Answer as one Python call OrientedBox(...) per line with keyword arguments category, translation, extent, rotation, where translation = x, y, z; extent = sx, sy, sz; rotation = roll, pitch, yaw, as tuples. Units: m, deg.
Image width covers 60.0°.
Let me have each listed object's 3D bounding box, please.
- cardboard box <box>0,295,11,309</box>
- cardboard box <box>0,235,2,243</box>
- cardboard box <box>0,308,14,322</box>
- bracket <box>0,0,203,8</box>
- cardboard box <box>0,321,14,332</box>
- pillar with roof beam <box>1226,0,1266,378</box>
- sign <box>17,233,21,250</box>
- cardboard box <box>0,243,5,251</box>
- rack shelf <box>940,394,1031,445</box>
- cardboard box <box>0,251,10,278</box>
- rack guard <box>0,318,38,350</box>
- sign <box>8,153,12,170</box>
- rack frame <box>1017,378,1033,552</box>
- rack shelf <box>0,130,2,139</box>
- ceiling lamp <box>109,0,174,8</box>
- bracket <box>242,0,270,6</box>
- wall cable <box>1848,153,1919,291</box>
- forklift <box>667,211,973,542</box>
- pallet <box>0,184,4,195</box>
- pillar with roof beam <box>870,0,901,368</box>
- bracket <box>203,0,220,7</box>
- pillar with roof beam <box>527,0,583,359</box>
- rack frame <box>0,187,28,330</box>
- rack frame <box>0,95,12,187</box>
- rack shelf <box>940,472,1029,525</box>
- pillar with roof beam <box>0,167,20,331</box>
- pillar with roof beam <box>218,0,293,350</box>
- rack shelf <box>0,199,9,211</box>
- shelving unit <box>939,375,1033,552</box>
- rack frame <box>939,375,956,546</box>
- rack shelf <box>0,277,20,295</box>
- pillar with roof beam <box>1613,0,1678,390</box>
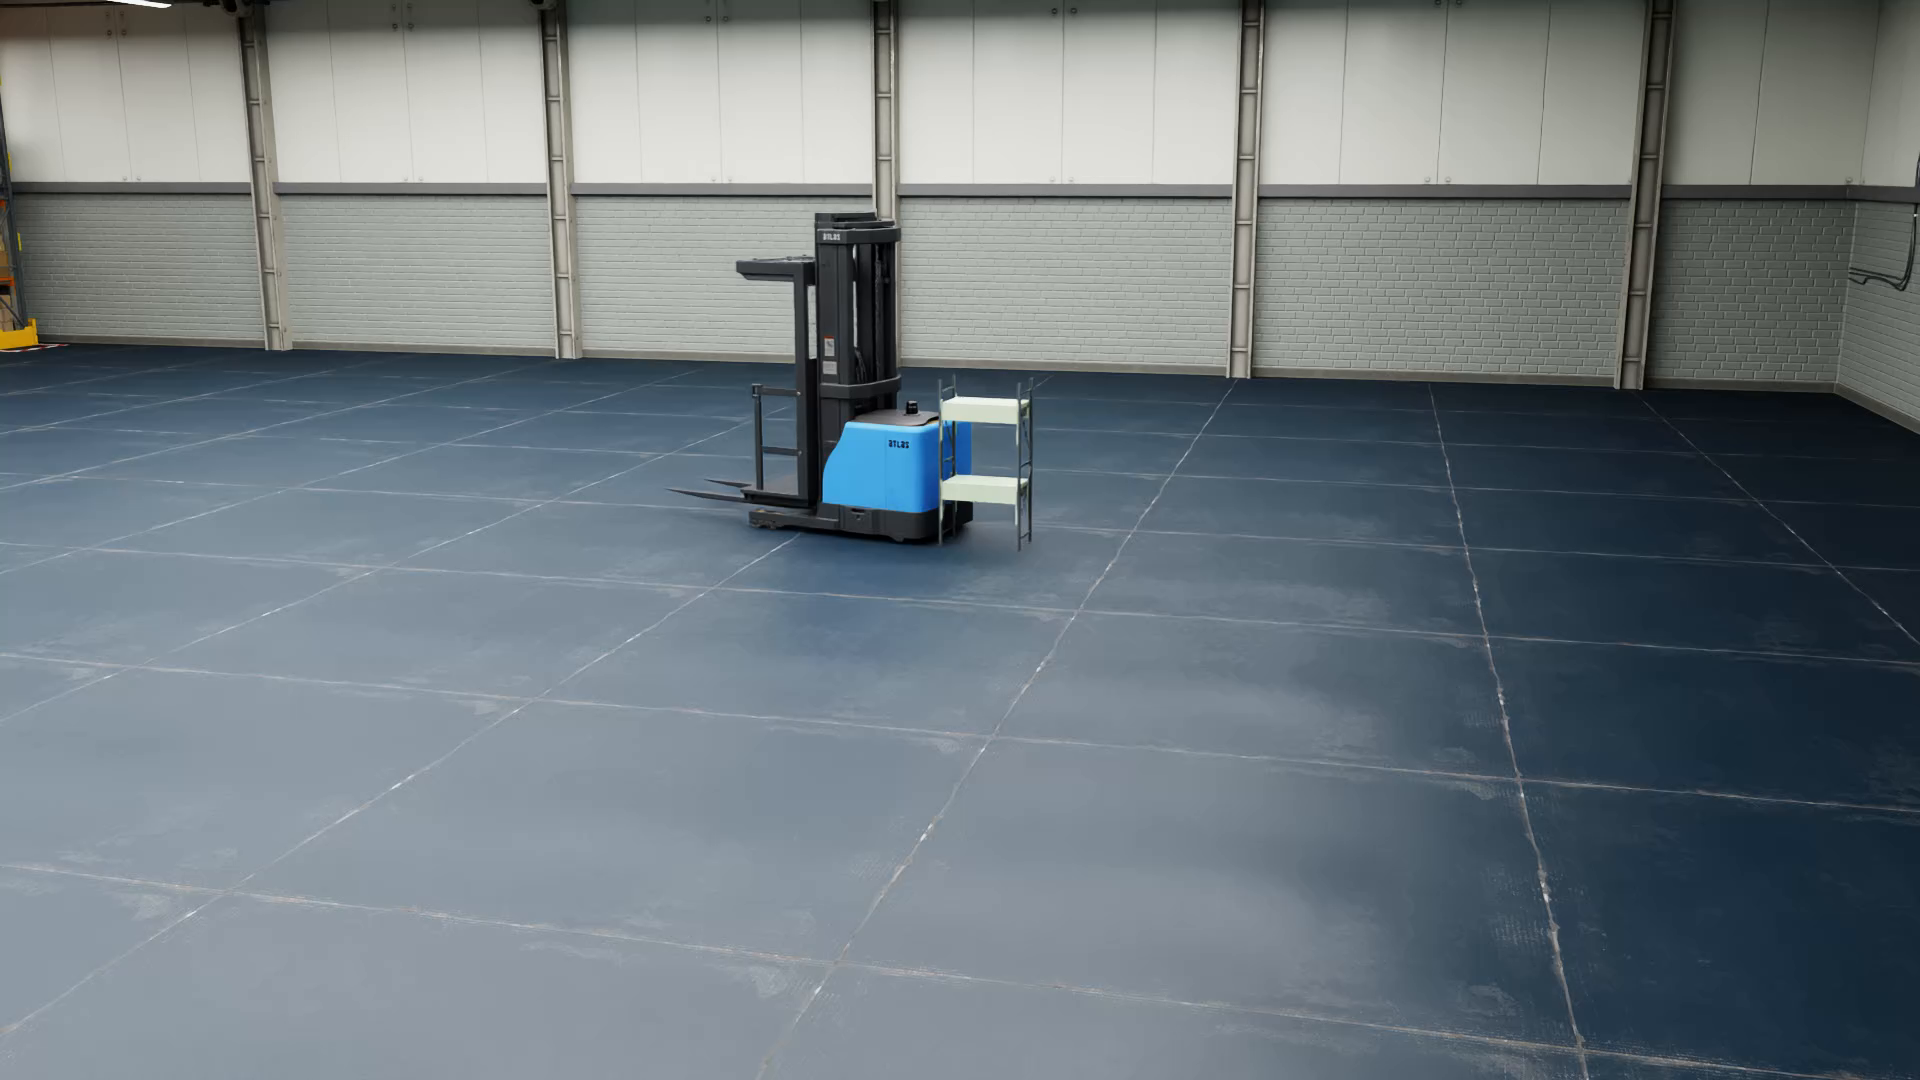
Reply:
OrientedBox(category="cardboard box", translation=(-18.682, -4.578, 32.011), extent=(0.500, 0.250, 0.500), rotation=(3, 13, 13))
OrientedBox(category="cardboard box", translation=(-18.536, -5.735, 31.743), extent=(0.250, 0.149, 0.380), rotation=(3, 13, 12))
OrientedBox(category="cardboard box", translation=(-18.667, -4.337, 32.081), extent=(0.500, 0.250, 0.500), rotation=(3, 13, 15))
OrientedBox(category="bracket", translation=(-15.885, -9.843, 30.513), extent=(4.783, 0.066, 0.076), rotation=(3, 13, 14))
OrientedBox(category="cardboard box", translation=(-18.691, -4.091, 32.128), extent=(0.500, 0.250, 0.500), rotation=(3, 13, 14))
OrientedBox(category="pillar with roof beam", translation=(3.549, -6.166, 22.249), extent=(0.400, 9.000, 9.100), rotation=(3, 13, 14))
OrientedBox(category="sign", translation=(-18.122, -5.740, 31.998), extent=(0.005, 0.325, 0.100), rotation=(3, 13, 14))
OrientedBox(category="cardboard box", translation=(-18.528, -5.600, 31.820), extent=(0.250, 0.149, 0.380), rotation=(3, 13, 12))
OrientedBox(category="rack shelf", translation=(0.231, -1.077, 14.823), extent=(0.720, 0.370, 0.431), rotation=(4, 13, 18))
OrientedBox(category="cardboard box", translation=(-18.675, -5.295, 31.944), extent=(0.500, 0.500, 0.500), rotation=(3, 13, 15))
OrientedBox(category="rack guard", translation=(-18.237, -3.941, 31.841), extent=(0.348, 0.500, 1.175), rotation=(3, 13, 14))
OrientedBox(category="sign", translation=(-18.122, -7.208, 31.672), extent=(0.005, 0.325, 0.100), rotation=(3, 13, 14))
OrientedBox(category="rack frame", translation=(0.578, -0.670, 14.793), extent=(0.023, 1.500, 0.400), rotation=(4, 13, 18))
OrientedBox(category="rack shelf", translation=(-20.202, -7.648, 31.515), extent=(4.000, 0.370, 1.077), rotation=(3, 13, 14))
OrientedBox(category="ceiling lamp", translation=(-12.600, -9.780, 25.060), extent=(0.800, 3.185, 2.000), rotation=(3, 13, 14))
OrientedBox(category="bracket", translation=(-12.578, -9.666, 29.716), extent=(0.430, 0.232, 0.235), rotation=(3, 13, 14))
OrientedBox(category="wall cable", translation=(12.949, -4.813, 23.320), extent=(0.112, 2.526, 3.097), rotation=(3, 13, 14))
OrientedBox(category="forklift", translation=(-1.418, -1.620, 15.768), extent=(3.031, 2.935, 1.130), rotation=(7, 14, 28))
OrientedBox(category="pallet", translation=(-18.941, -6.626, 31.450), extent=(1.213, 0.211, 1.003), rotation=(3, 13, 14))
OrientedBox(category="pillar with roof beam", translation=(-2.276, -6.477, 23.652), extent=(0.548, 9.000, 9.100), rotation=(3, 13, 14))
OrientedBox(category="bracket", translation=(-13.383, -9.709, 29.910), extent=(0.430, 0.232, 0.235), rotation=(3, 13, 14))
OrientedBox(category="pillar with roof beam", translation=(-8.102, -6.789, 25.056), extent=(0.548, 9.000, 9.100), rotation=(3, 13, 14))
OrientedBox(category="rack frame", translation=(-18.261, -5.162, 31.576), extent=(0.127, 3.000, 1.000), rotation=(3, 13, 14))
OrientedBox(category="rack frame", translation=(-18.261, -8.091, 30.926), extent=(0.127, 3.000, 1.000), rotation=(3, 13, 14))
OrientedBox(category="rack shelf", translation=(0.231, -0.378, 14.978), extent=(0.720, 0.370, 0.431), rotation=(4, 13, 18))
OrientedBox(category="pillar with roof beam", translation=(-19.752, -7.411, 27.863), extent=(0.400, 9.000, 9.100), rotation=(3, 13, 14))
OrientedBox(category="pillar with roof beam", translation=(-13.927, -7.100, 26.459), extent=(0.548, 9.000, 9.100), rotation=(3, 13, 14))
OrientedBox(category="rack shelf", translation=(-20.202, -6.379, 31.796), extent=(4.000, 0.370, 1.077), rotation=(3, 13, 14))
OrientedBox(category="shelving unit", translation=(0.231, -0.696, 14.908), extent=(0.755, 1.500, 0.431), rotation=(4, 13, 18))
OrientedBox(category="rack frame", translation=(-0.115, -0.722, 15.023), extent=(0.023, 1.500, 0.400), rotation=(4, 13, 18))
OrientedBox(category="rack shelf", translation=(-20.202, -4.915, 32.121), extent=(4.000, 0.370, 1.077), rotation=(3, 13, 14))
OrientedBox(category="pillar with roof beam", translation=(9.374, -5.854, 20.845), extent=(0.400, 9.000, 9.100), rotation=(3, 13, 14))
